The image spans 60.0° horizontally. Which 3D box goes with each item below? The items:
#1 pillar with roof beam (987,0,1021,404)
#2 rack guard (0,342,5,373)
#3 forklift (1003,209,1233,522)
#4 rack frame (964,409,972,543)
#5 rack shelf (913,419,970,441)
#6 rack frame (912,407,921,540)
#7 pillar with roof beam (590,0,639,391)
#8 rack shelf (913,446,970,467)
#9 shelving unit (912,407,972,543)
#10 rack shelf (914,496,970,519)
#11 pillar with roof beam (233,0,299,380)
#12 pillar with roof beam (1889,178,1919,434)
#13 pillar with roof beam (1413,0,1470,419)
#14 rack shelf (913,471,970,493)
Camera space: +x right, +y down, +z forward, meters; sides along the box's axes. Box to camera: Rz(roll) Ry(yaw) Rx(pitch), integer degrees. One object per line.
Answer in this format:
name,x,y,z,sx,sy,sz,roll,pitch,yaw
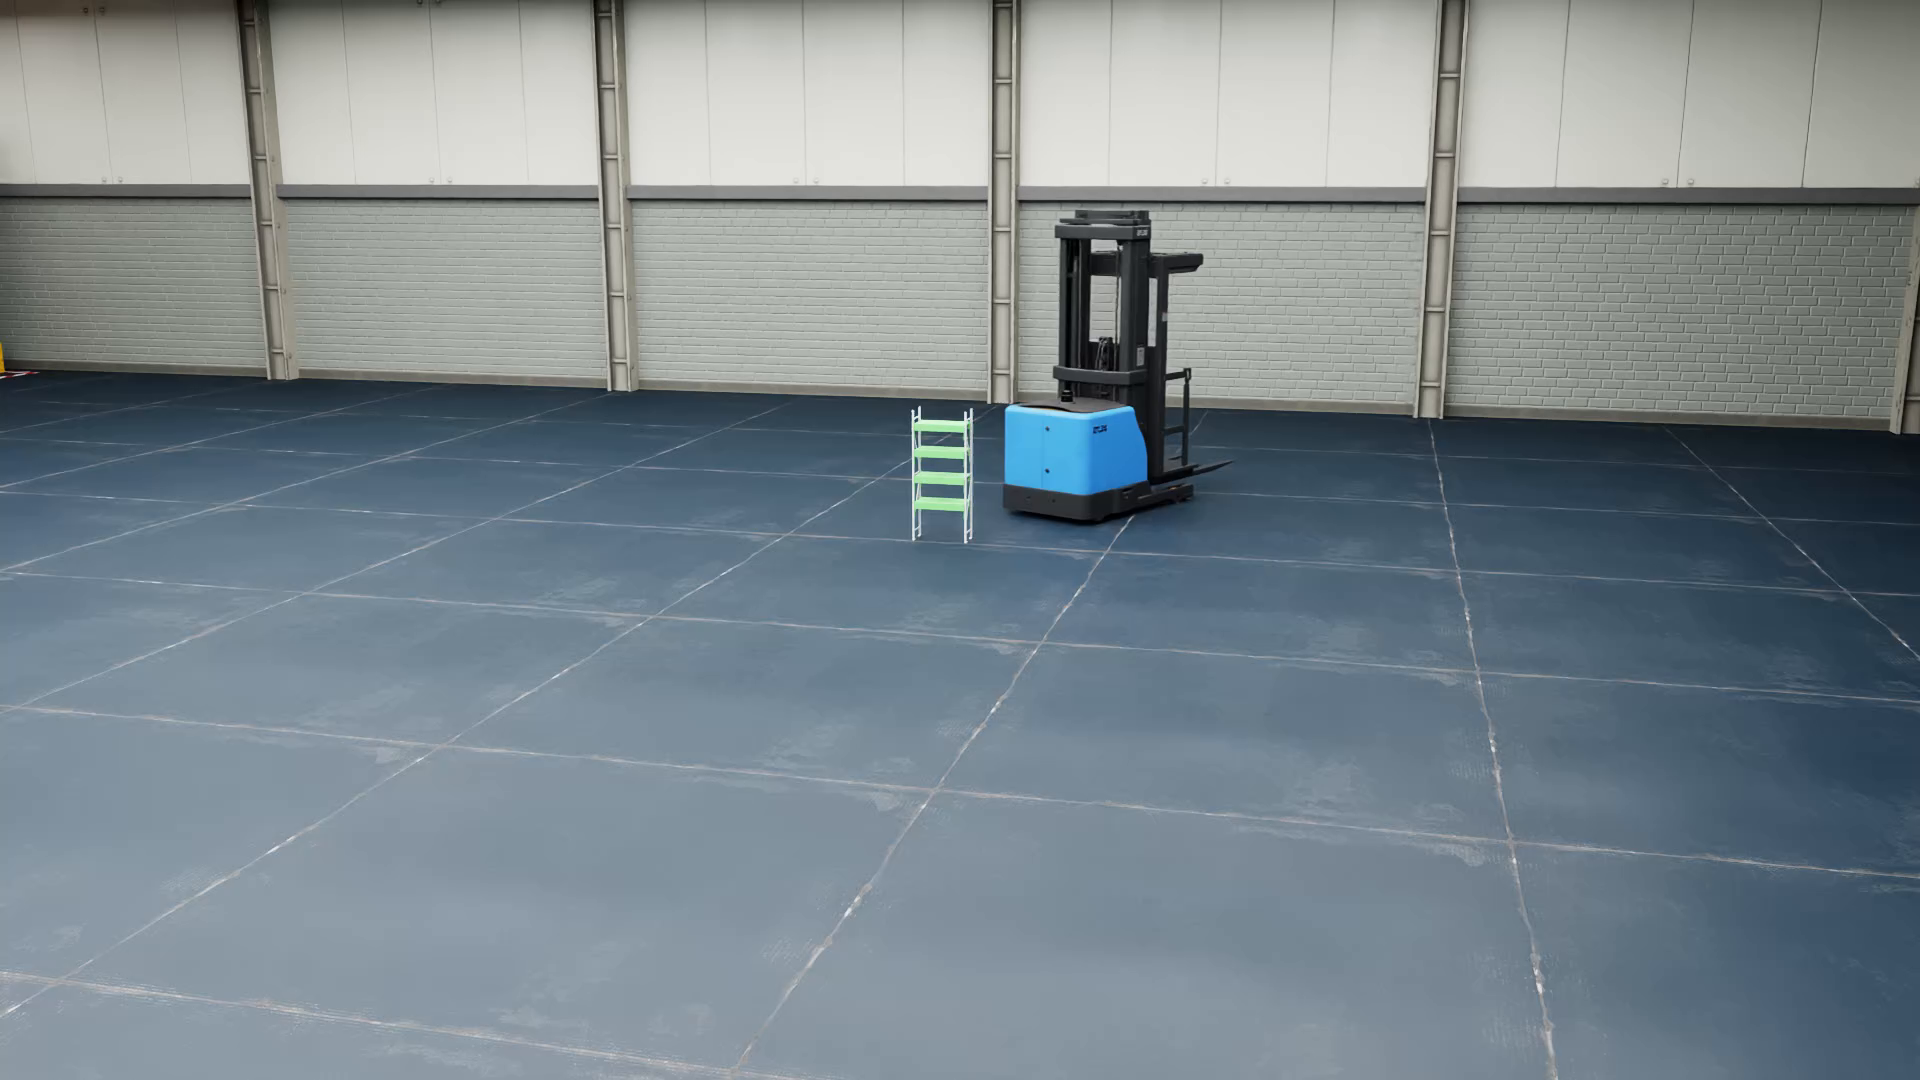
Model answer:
pillar with roof beam,-0.408,-5.499,19.259,0.400,9.000,9.100,3,13,14
rack guard,-16.369,-2.962,27.447,0.348,0.500,1.175,3,13,14
forklift,1.749,-1.866,16.894,1.130,2.935,3.031,10,16,38
rack frame,0.076,-0.582,15.102,0.015,1.200,0.240,3,13,14
rack shelf,-0.161,-1.001,15.069,0.480,0.148,0.258,3,13,14
rack frame,-0.398,-0.607,15.216,0.015,1.200,0.240,3,13,14
pillar with roof beam,-6.233,-5.810,20.662,0.400,9.000,9.100,3,13,14
rack shelf,-0.161,-0.766,15.121,0.480,0.148,0.258,3,13,14
shelving unit,-0.161,-0.594,15.159,0.503,1.200,0.258,3,13,14
rack shelf,-0.161,-0.298,15.225,0.480,0.148,0.258,3,13,14
pillar with roof beam,-12.058,-6.122,22.066,0.400,9.000,9.100,3,13,14
pillar with roof beam,11.243,-4.876,16.452,0.400,9.000,9.100,3,13,14
pillar with roof beam,5.417,-5.187,17.855,0.400,9.000,9.100,3,13,14
rack shelf,-0.161,-0.532,15.173,0.480,0.148,0.258,3,13,14
